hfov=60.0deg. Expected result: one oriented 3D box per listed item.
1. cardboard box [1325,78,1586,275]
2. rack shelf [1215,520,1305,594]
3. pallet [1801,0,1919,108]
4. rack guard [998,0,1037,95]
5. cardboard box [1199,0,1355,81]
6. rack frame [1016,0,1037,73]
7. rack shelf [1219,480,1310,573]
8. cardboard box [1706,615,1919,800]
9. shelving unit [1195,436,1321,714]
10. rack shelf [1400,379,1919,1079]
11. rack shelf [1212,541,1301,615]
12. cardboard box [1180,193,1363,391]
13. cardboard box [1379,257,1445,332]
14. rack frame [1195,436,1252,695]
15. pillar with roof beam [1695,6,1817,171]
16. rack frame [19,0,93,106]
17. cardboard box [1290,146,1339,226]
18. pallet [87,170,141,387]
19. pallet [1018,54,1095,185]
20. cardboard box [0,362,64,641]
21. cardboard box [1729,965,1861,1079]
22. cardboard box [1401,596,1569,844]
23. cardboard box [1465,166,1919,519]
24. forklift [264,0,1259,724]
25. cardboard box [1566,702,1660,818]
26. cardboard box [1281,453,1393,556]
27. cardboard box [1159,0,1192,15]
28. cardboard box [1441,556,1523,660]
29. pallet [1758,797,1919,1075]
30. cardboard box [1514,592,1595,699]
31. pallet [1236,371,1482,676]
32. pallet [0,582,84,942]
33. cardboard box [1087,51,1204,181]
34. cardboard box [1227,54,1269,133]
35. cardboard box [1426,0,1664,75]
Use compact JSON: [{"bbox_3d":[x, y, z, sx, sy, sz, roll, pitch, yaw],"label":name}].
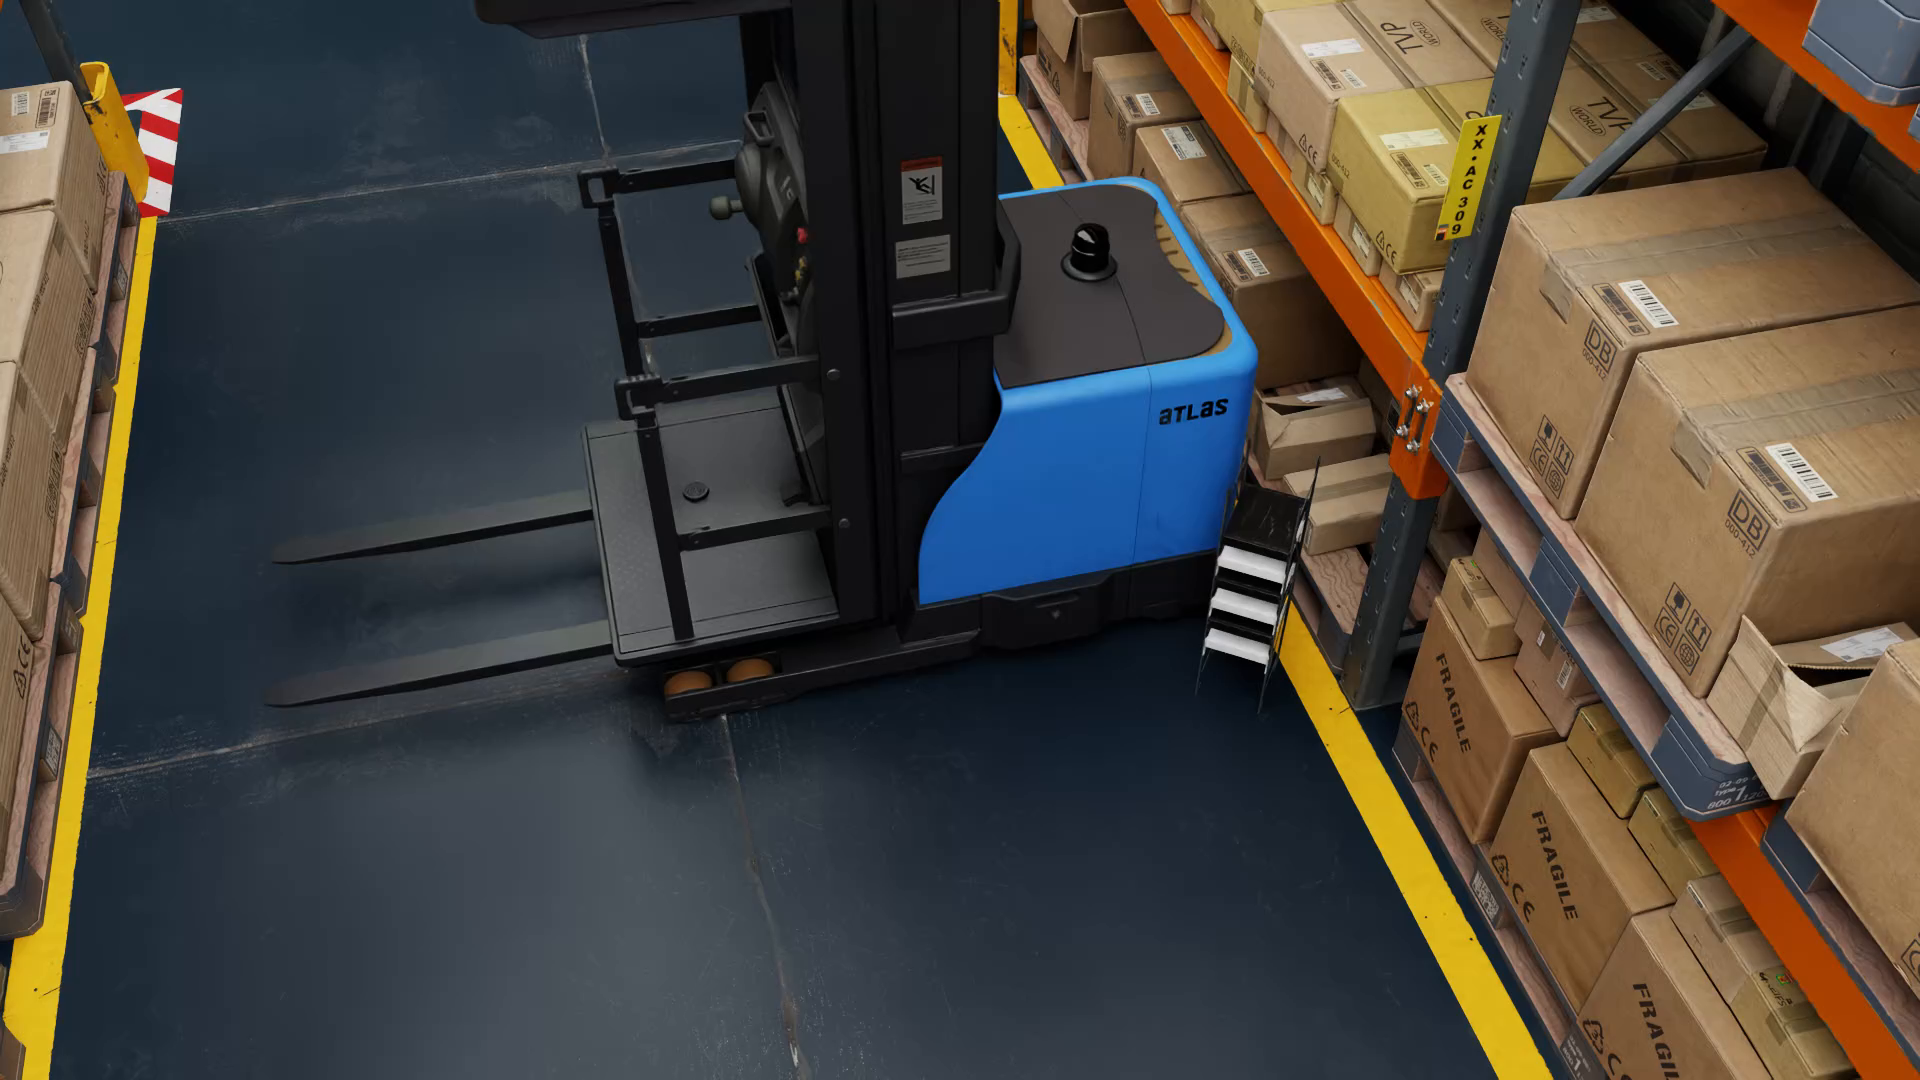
[{"bbox_3d":[1.338,-0.998,4.524,0.500,0.250,0.500,-10,46,-9],"label":"cardboard box"},{"bbox_3d":[0.886,0.021,4.894,0.200,0.077,0.258,16,48,15],"label":"rack shelf"},{"bbox_3d":[1.804,-1.160,2.818,1.213,0.211,1.003,-11,47,-10],"label":"pallet"},{"bbox_3d":[0.700,-2.473,7.824,1.175,0.500,0.348,-11,47,-10],"label":"rack guard"},{"bbox_3d":[1.081,-1.688,5.200,0.500,0.250,0.500,-11,47,-11],"label":"cardboard box"},{"bbox_3d":[0.680,-3.401,6.983,1.000,3.000,0.127,-11,47,-10],"label":"rack frame"},{"bbox_3d":[0.886,-0.042,4.829,0.200,0.077,0.258,16,48,15],"label":"rack shelf"},{"bbox_3d":[1.689,0.290,3.165,0.396,0.266,0.258,-9,46,-8],"label":"cardboard box"},{"bbox_3d":[0.886,0.124,4.998,0.210,0.900,0.258,16,48,15],"label":"shelving unit"},{"bbox_3d":[2.217,0.993,3.180,1.077,0.370,4.000,-11,47,-10],"label":"rack shelf"},{"bbox_3d":[0.886,0.084,4.958,0.200,0.077,0.258,16,48,15],"label":"rack shelf"},{"bbox_3d":[1.192,-0.919,6.007,0.700,0.500,0.500,-12,47,-12],"label":"cardboard box"},{"bbox_3d":[1.379,-0.725,4.536,0.380,0.149,0.250,-10,46,-10],"label":"cardboard box"},{"bbox_3d":[0.792,0.097,5.025,0.006,0.900,0.240,16,48,15],"label":"rack frame"},{"bbox_3d":[-1.764,-2.597,1.995,9.100,9.000,0.400,-11,47,-10],"label":"pillar with roof beam"},{"bbox_3d":[-4.117,-2.491,6.091,1.000,3.000,0.127,-11,47,-10],"label":"rack frame"},{"bbox_3d":[1.201,-1.076,4.880,0.380,0.149,0.250,-10,46,-9],"label":"cardboard box"},{"bbox_3d":[-3.836,-0.977,6.560,1.003,0.211,1.213,-11,47,-10],"label":"pallet"},{"bbox_3d":[0.905,-1.822,7.388,1.003,0.211,1.213,-11,47,-10],"label":"pallet"},{"bbox_3d":[-3.380,-0.050,5.199,0.875,0.438,0.875,-12,47,-11],"label":"cardboard box"},{"bbox_3d":[1.934,1.048,3.625,0.380,0.149,0.250,-9,46,-9],"label":"cardboard box"},{"bbox_3d":[1.611,0.464,4.651,0.500,0.500,0.500,-9,46,-9],"label":"cardboard box"},{"bbox_3d":[1.612,-0.446,3.723,0.700,0.500,0.500,-10,46,-9],"label":"cardboard box"},{"bbox_3d":[-0.692,-0.880,4.560,3.031,2.935,1.130,-10,47,-10],"label":"forklift"},{"bbox_3d":[1.762,0.510,4.152,0.380,0.149,0.250,-13,47,-12],"label":"cardboard box"},{"bbox_3d":[1.278,-0.119,5.469,0.380,0.149,0.250,-12,47,-12],"label":"cardboard box"},{"bbox_3d":[0.868,-1.959,5.746,0.380,0.149,0.250,-10,46,-9],"label":"cardboard box"},{"bbox_3d":[1.539,0.158,4.497,0.380,0.149,0.250,-9,46,-8],"label":"cardboard box"},{"bbox_3d":[2.226,0.848,2.953,1.003,0.211,1.213,-11,47,-10],"label":"pallet"},{"bbox_3d":[1.652,0.225,4.223,0.380,0.149,0.250,-13,47,-12],"label":"cardboard box"},{"bbox_3d":[1.530,-0.137,5.737,1.003,0.211,1.213,-11,47,-10],"label":"pallet"},{"bbox_3d":[-3.212,0.708,4.909,1.003,0.211,1.213,-11,47,-10],"label":"pallet"},{"bbox_3d":[0.927,-1.636,6.709,0.700,0.500,0.500,-9,46,-9],"label":"cardboard box"},{"bbox_3d":[1.068,-1.433,5.230,0.380,0.149,0.250,-11,47,-11],"label":"cardboard box"},{"bbox_3d":[1.704,-1.427,4.945,0.500,0.250,0.500,-11,47,-11],"label":"cardboard box"}]
